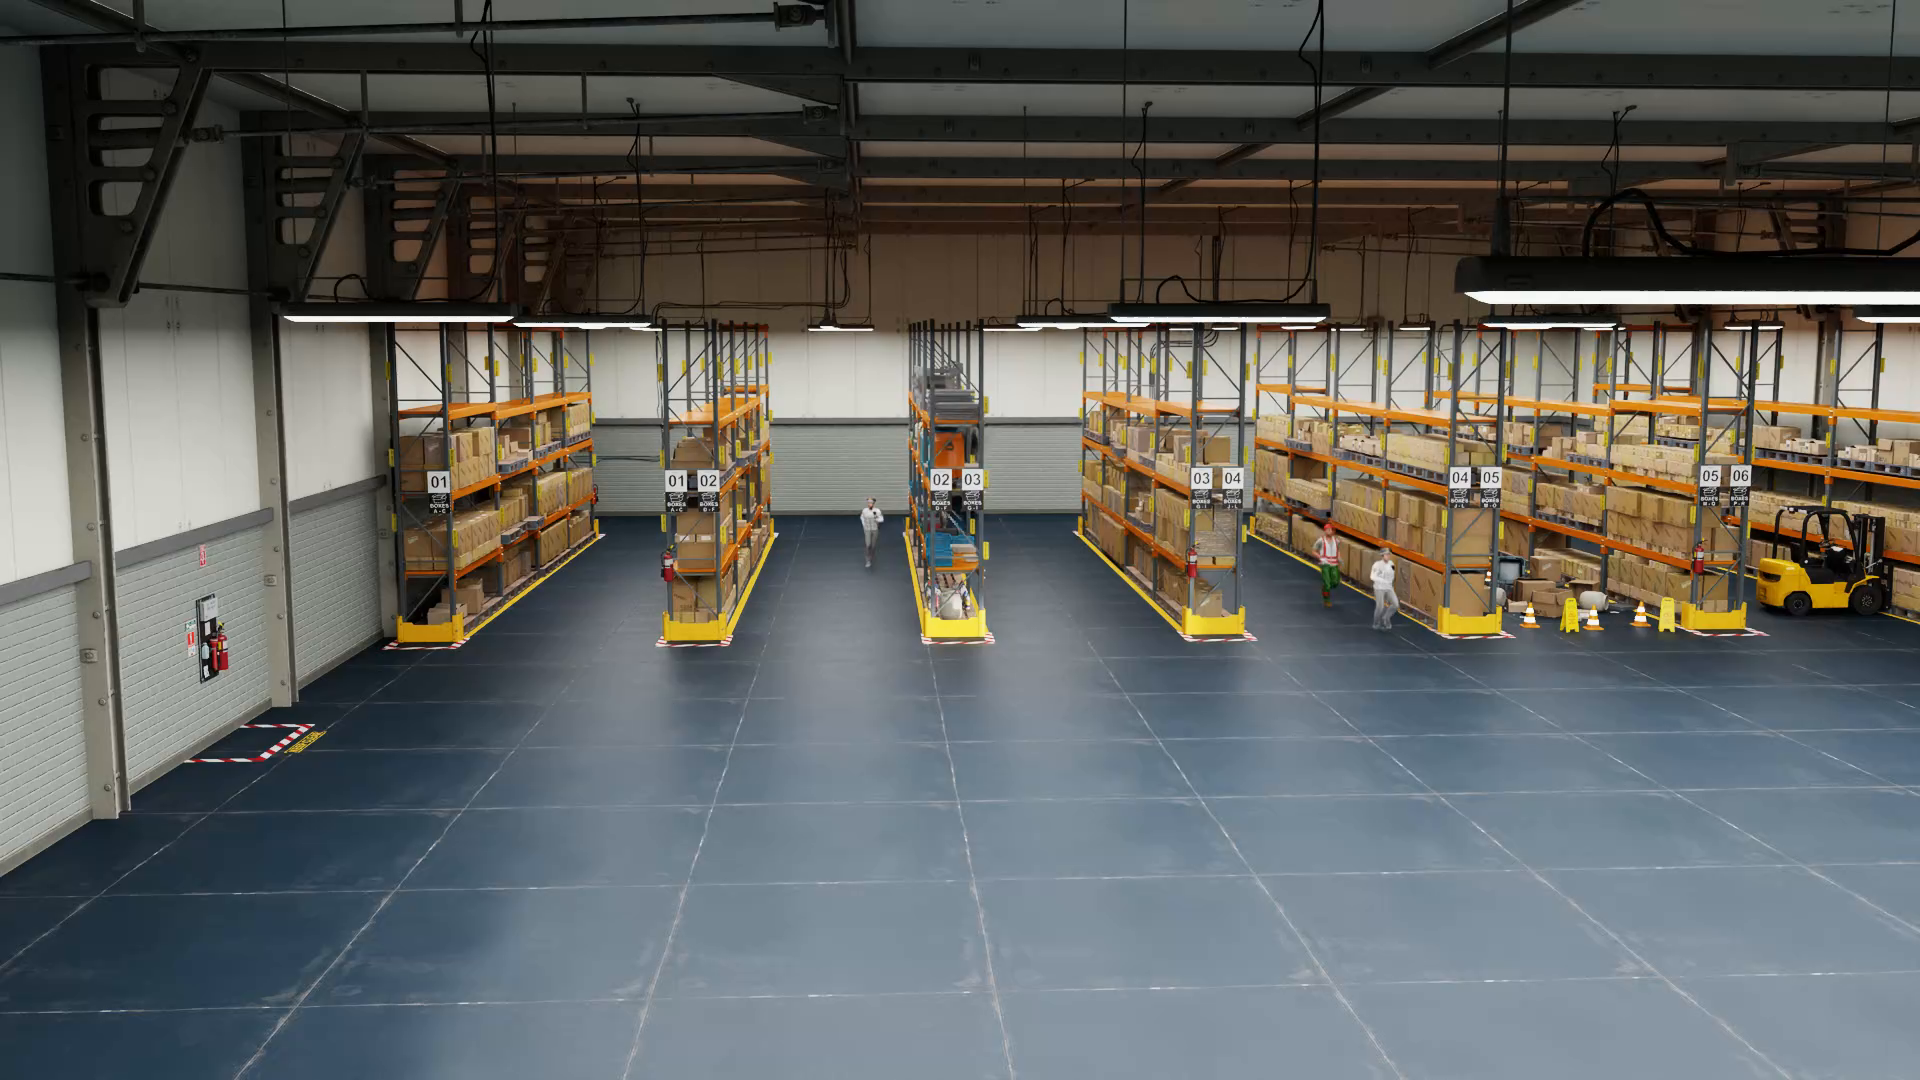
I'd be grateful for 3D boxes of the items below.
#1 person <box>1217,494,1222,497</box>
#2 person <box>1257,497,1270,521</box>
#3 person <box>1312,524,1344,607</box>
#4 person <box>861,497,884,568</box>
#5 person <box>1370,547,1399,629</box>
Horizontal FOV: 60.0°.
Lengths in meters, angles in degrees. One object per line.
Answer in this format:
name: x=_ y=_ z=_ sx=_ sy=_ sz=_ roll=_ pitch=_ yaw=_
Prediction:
person: x=7.228 y=-0.807 z=45.919 sx=0.734 sy=1.715 sz=0.730 roll=1 pitch=7 yaw=8
person: x=8.974 y=-1.152 z=49.278 sx=0.688 sy=1.644 sz=0.747 roll=2 pitch=7 yaw=18
person: x=7.776 y=0.533 z=35.129 sx=0.657 sy=1.740 sz=0.549 roll=-2 pitch=7 yaw=-13
person: x=-2.171 y=-0.199 z=41.257 sx=0.584 sy=1.754 sz=0.760 roll=0 pitch=7 yaw=0
person: x=8.194 y=0.943 z=32.072 sx=0.629 sy=1.640 sz=0.680 roll=-2 pitch=7 yaw=-16
